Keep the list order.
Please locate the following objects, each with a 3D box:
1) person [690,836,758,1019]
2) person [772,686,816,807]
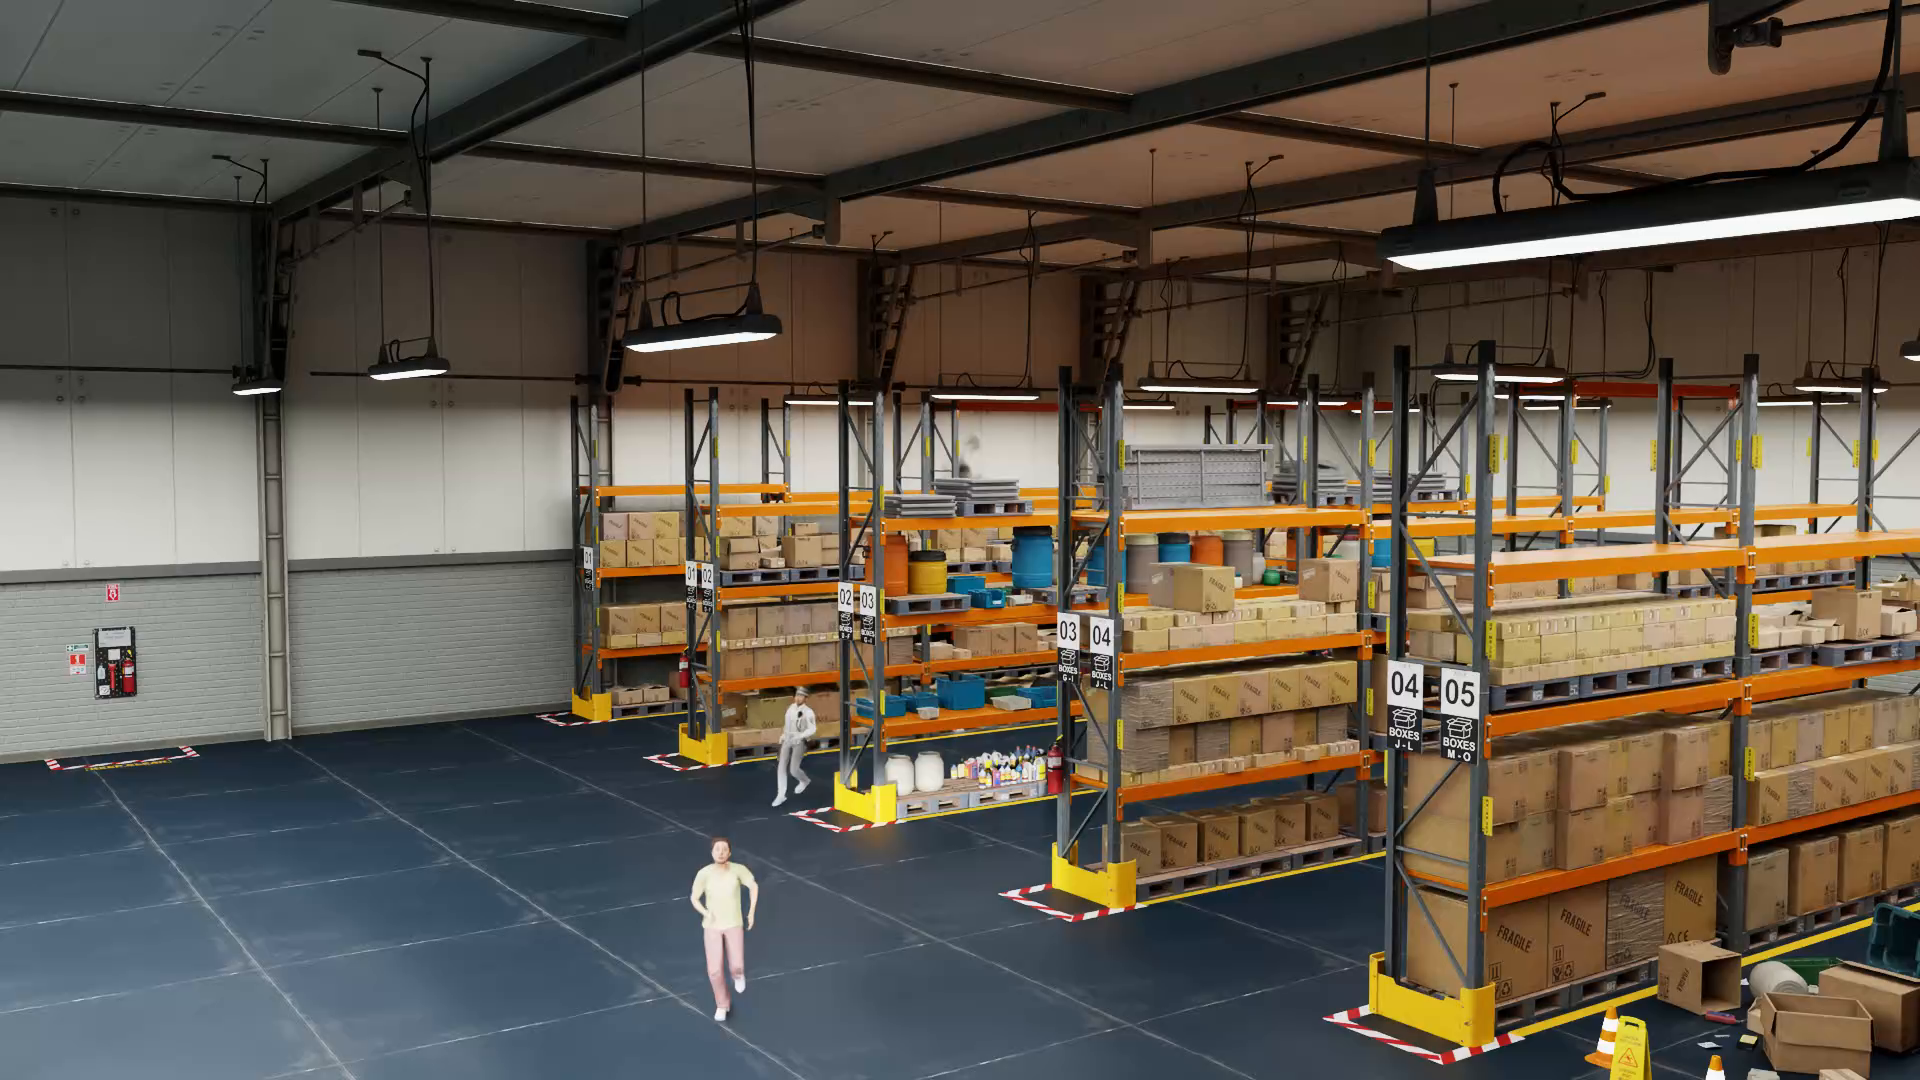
[{"bbox_3d":[-2.113,3.469,14.916,0.602,1.612,0.575,0,3,-8],"label":"person"},{"bbox_3d":[-2.335,2.914,23.677,0.650,1.683,0.764,2,4,32],"label":"person"}]
